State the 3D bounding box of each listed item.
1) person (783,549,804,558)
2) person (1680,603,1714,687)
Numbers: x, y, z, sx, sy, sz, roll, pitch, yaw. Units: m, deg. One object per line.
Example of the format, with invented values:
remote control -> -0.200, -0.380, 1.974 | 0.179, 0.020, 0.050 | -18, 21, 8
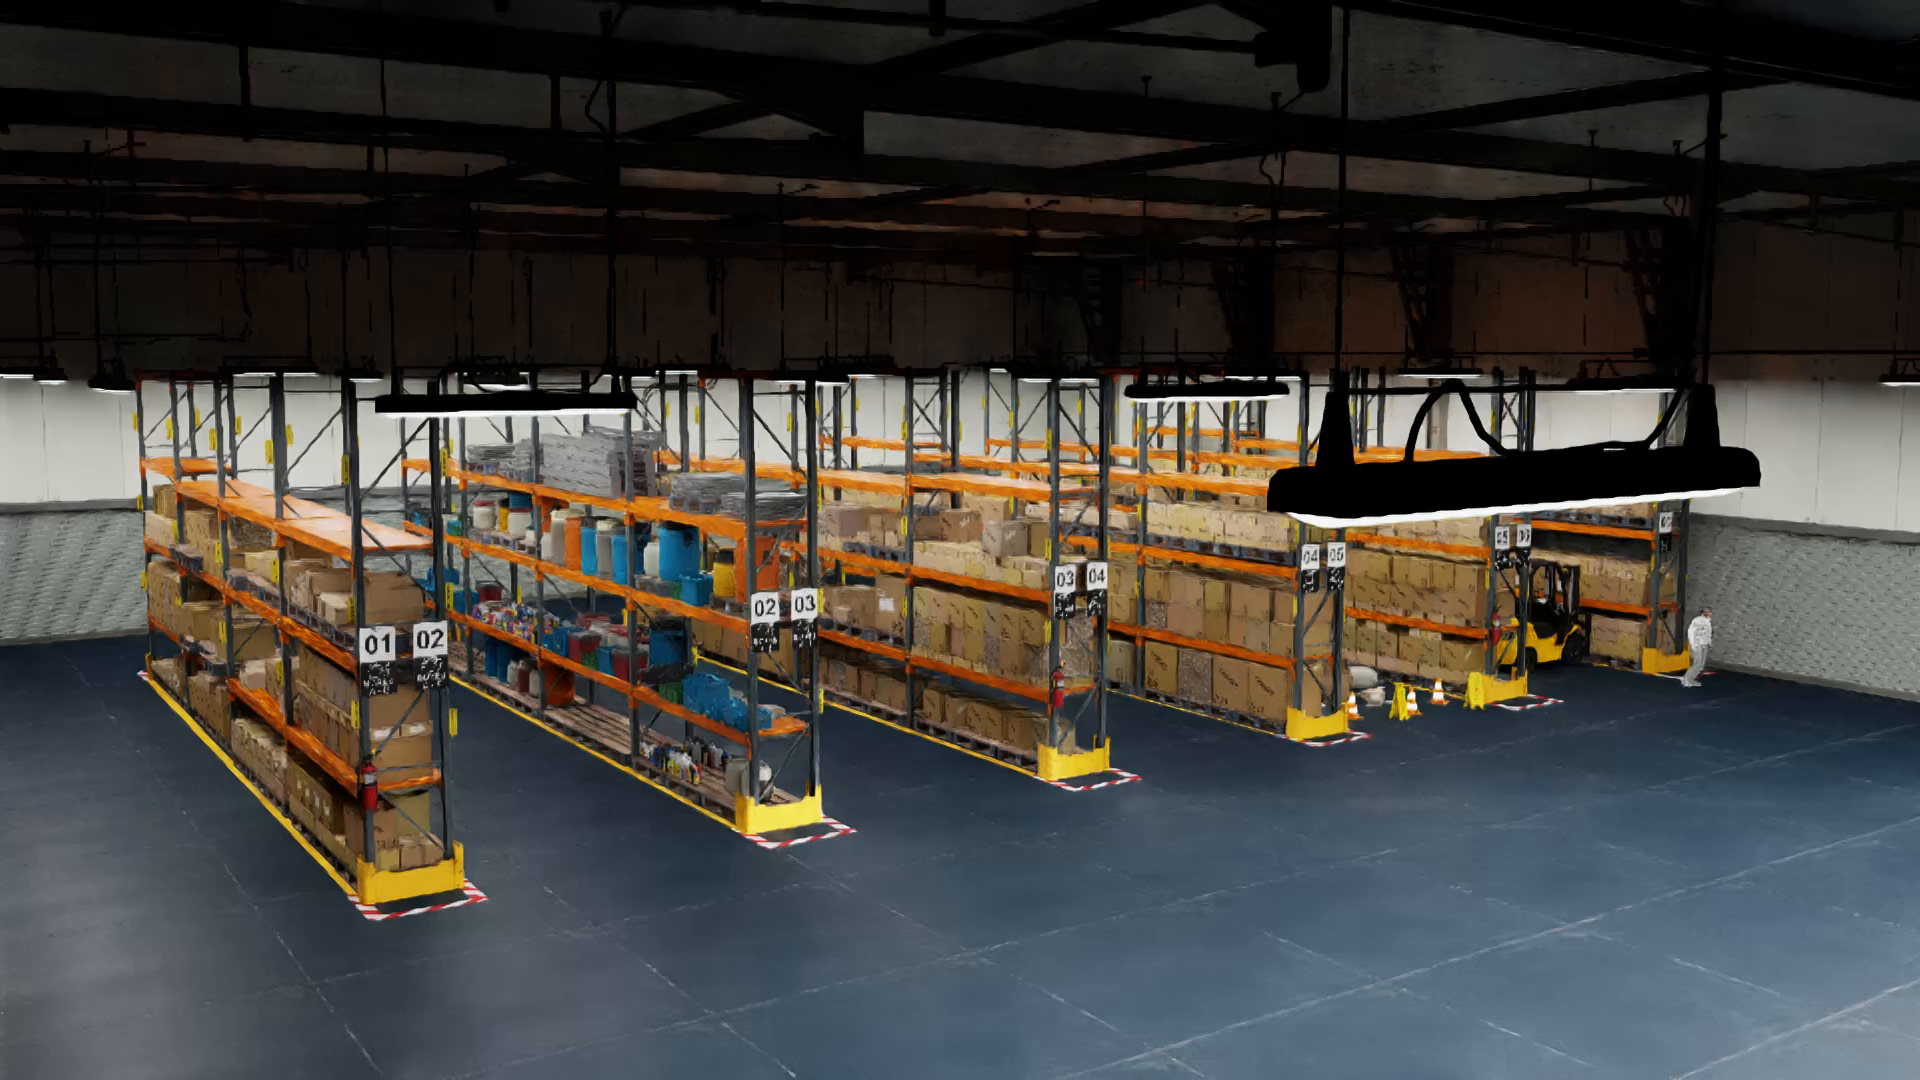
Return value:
person -> -4.124, 0.793, 41.392 | 0.561, 1.761, 0.561 | 0, 6, 4
person -> 13.990, 1.977, 31.504 | 0.639, 1.632, 0.512 | -5, 8, -35
